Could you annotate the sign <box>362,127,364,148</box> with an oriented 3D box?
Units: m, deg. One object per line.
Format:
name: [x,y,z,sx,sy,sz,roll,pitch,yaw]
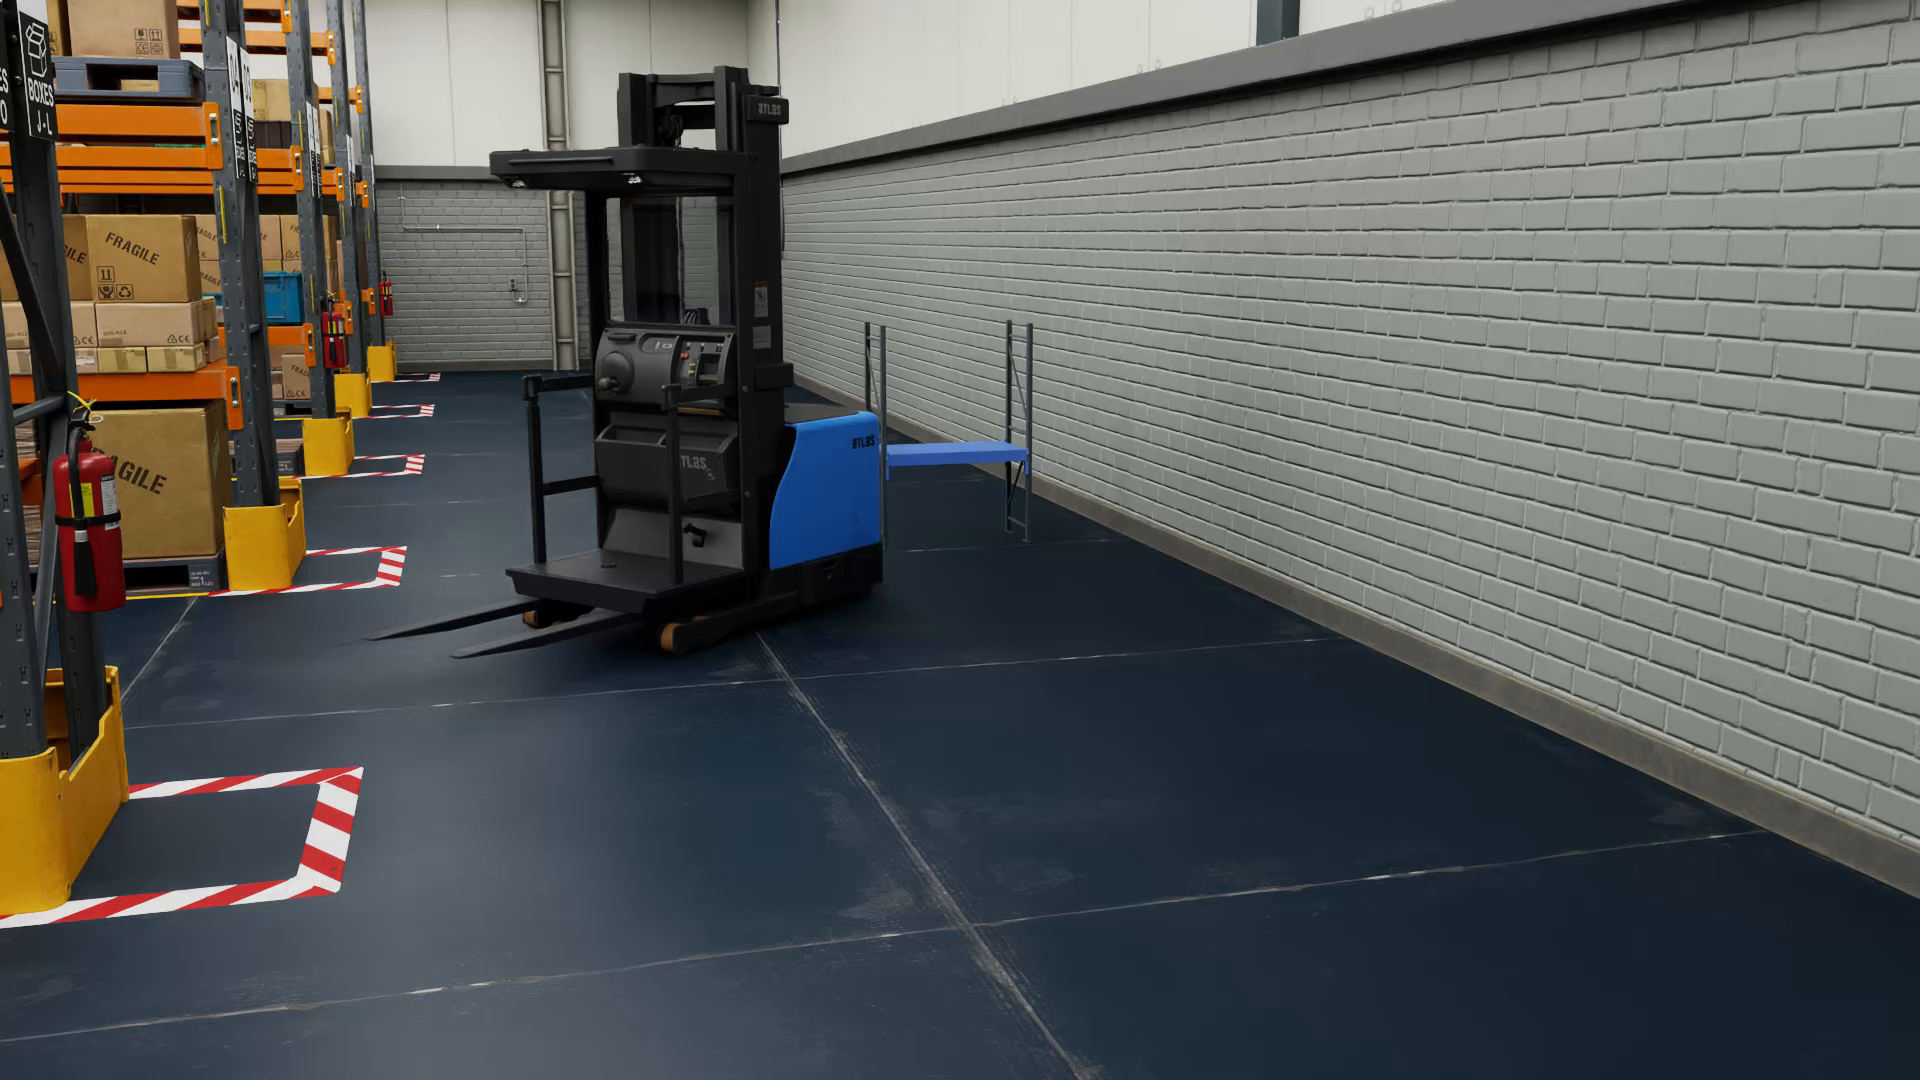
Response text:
sign: [-8.385,-5.636,23.366,0.005,0.325,0.100,-3,11,-16]

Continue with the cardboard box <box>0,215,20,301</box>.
cardboard box: [-5.882,-1.688,9.951,0.500,0.500,0.500,-3,11,-17]

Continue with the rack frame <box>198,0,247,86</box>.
rack frame: [-4.369,-4.227,9.651,0.127,3.000,1.000,-3,11,-16]

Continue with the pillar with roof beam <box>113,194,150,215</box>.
pillar with roof beam: [-10.730,-6.045,19.528,0.400,9.000,9.100,-3,11,-16]

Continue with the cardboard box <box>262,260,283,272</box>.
cardboard box: [-7.986,-2.951,19.015,0.500,0.500,0.500,-3,11,-15]

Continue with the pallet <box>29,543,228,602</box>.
pallet: [-5.115,0.149,10.153,1.213,0.211,1.003,-3,11,-16]

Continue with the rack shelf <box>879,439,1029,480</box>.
rack shelf: [-0.082,-0.556,11.420,1.000,0.185,0.538,-3,11,-16]

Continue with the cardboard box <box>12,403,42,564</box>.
cardboard box: [-5.835,-0.346,9.847,0.875,0.875,0.875,-3,11,-16]

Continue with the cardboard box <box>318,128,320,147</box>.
cardboard box: [-7.557,-4.576,18.865,0.500,0.250,0.500,-3,11,-16]

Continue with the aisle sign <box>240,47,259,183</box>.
aisle sign: [-4.384,-2.611,10.262,0.004,0.787,0.394,-3,11,-16]

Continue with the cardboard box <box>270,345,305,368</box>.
cardboard box: [-9.647,-2.759,23.990,0.500,0.500,0.700,-3,11,-16]

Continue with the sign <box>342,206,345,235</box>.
sign: [-6.999,-3.626,18.887,0.005,0.325,0.100,-3,11,-16]

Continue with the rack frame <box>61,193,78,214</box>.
rack frame: [-12.363,-3.657,23.127,0.127,3.000,1.000,-3,11,-16]

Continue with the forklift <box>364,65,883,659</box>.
forklift: [-1.689,-0.957,8.650,1.130,2.935,3.031,7,12,33]

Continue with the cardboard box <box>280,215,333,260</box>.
cardboard box: [-7.485,-3.469,19.068,0.500,0.500,0.500,-3,11,-16]

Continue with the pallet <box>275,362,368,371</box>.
pallet: [-9.269,-2.434,24.185,1.213,0.211,1.003,-3,11,-16]

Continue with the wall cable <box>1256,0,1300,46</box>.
wall cable: [2.023,-5.496,7.660,0.120,5.999,2.277,-3,11,-16]

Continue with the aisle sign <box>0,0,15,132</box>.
aisle sign: [-2.926,-1.639,4.985,0.004,0.787,0.394,-3,11,-16]

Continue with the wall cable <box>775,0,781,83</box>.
wall cable: [-2.236,-7.520,22.170,0.112,2.526,3.097,-3,11,-16]

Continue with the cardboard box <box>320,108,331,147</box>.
cardboard box: [-9.149,-5.801,23.395,0.500,0.500,0.500,-3,11,-16]

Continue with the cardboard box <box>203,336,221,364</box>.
cardboard box: [-4.803,-1.192,10.431,0.250,0.149,0.380,-3,11,-15]

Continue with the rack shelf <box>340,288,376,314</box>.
rack shelf: [-10.443,-3.405,23.742,4.000,0.370,1.077,-3,11,-16]

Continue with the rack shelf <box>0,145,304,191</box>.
rack shelf: [-7.674,-3.158,14.115,4.000,0.370,1.077,-3,11,-16]

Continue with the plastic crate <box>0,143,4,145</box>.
plastic crate: [-7.968,-3.496,14.293,0.530,0.282,0.437,-3,11,-16]

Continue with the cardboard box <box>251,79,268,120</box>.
cardboard box: [-8.127,-4.975,18.964,0.500,0.500,0.700,-3,11,-16]

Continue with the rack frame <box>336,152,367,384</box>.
rack frame: [-7.135,-2.999,19.550,0.127,3.000,1.000,-3,11,-16]

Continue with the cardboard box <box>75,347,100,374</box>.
cardboard box: [-5.111,-1.051,9.667,0.250,0.149,0.380,-3,11,-16]

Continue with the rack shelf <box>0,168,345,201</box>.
rack shelf: [-9.055,-4.019,18.794,4.000,0.370,1.077,-3,11,-16]

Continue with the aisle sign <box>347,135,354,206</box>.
aisle sign: [-6.984,-4.227,19.044,0.004,0.787,0.394,-3,11,-16]

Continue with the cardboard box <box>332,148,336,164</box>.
cardboard box: [-9.292,-5.522,23.952,0.500,0.250,0.500,-2,11,-13]

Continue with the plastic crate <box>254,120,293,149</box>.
plastic crate: [-6.201,-3.577,14.769,0.590,0.269,0.497,-3,11,-16]

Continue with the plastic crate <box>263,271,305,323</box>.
plastic crate: [-6.023,-2.135,14.594,0.499,0.435,0.616,-3,11,-16]

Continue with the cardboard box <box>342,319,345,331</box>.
cardboard box: [-9.103,-3.144,24.292,0.250,0.149,0.380,-3,11,-16]

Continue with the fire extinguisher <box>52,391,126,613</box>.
fire extinguisher: [-2.709,-0.120,5.157,0.183,0.674,0.296,-3,11,-16]

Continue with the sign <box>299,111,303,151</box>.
sign: [-5.584,-3.466,14.094,0.005,0.325,0.100,-3,11,-16]

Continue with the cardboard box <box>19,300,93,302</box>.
cardboard box: [-5.403,-1.344,10.155,0.500,0.250,0.500,-3,11,-17]

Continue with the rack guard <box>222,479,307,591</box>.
rack guard: [-4.346,-0.048,10.427,0.348,0.500,1.175,-3,11,-16]

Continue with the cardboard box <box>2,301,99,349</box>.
cardboard box: [-5.248,-1.253,9.659,0.500,0.250,0.500,-3,11,-17]

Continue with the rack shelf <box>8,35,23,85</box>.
rack shelf: [-5.000,-1.429,4.727,4.000,0.370,1.077,-3,11,-16]

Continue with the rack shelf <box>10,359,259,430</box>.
rack shelf: [-6.290,-0.821,9.710,4.000,0.370,1.077,-3,11,-16]

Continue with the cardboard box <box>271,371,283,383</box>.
cardboard box: [-8.216,-1.859,19.740,0.500,0.250,0.500,-3,11,-16]

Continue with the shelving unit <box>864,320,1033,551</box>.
shelving unit: [-0.082,-0.733,11.387,1.048,1.500,0.538,-3,11,-16]
